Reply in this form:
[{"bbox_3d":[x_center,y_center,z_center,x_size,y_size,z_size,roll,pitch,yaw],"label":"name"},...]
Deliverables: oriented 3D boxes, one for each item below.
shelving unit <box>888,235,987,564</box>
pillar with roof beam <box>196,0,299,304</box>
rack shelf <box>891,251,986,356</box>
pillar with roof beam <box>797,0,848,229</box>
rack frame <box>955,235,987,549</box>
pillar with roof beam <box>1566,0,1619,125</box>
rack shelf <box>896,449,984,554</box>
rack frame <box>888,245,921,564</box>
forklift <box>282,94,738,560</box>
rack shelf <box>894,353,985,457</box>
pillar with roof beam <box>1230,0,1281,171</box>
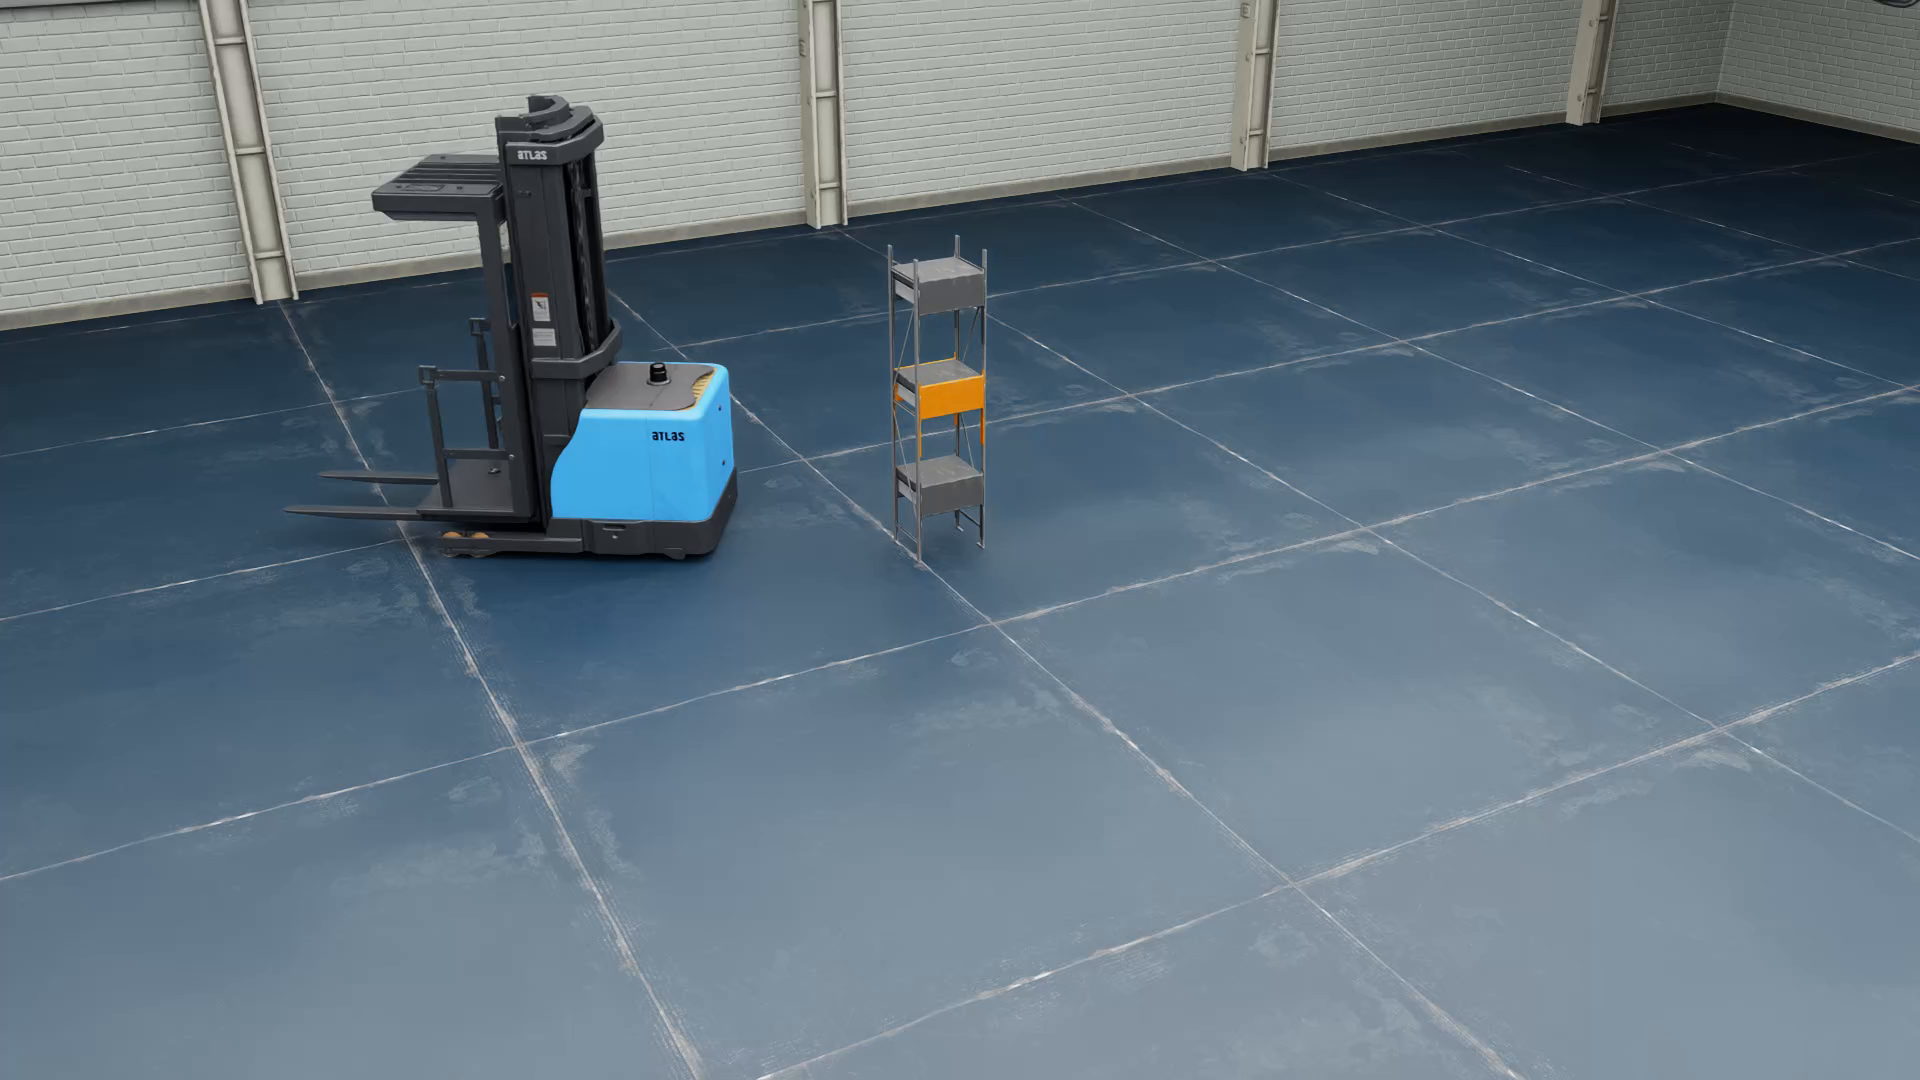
[{"bbox_3d":[-0.146,-0.913,11.027,0.503,2.100,0.431,-13,29,-25],"label":"shelving unit"},{"bbox_3d":[-4.800,-4.833,11.221,0.400,9.000,9.100,-13,29,-25],"label":"pillar with roof beam"},{"bbox_3d":[-0.146,-1.532,10.730,0.480,0.518,0.431,-13,29,-25],"label":"rack shelf"},{"bbox_3d":[0.494,-6.055,13.767,0.400,9.000,9.100,-13,29,-25],"label":"pillar with roof beam"},{"bbox_3d":[0.069,-0.963,11.131,0.015,2.100,0.400,-13,29,-25],"label":"rack frame"},{"bbox_3d":[11.082,-8.499,18.857,0.400,9.000,9.100,-13,29,-25],"label":"pillar with roof beam"},{"bbox_3d":[-0.146,-0.270,11.336,0.480,0.518,0.431,-13,29,-25],"label":"rack shelf"},{"bbox_3d":[-0.361,-0.863,10.924,0.015,2.100,0.400,-13,29,-25],"label":"rack frame"},{"bbox_3d":[-3.146,-1.426,11.136,3.031,2.935,1.130,2,26,3],"label":"forklift"},{"bbox_3d":[-0.146,-0.901,11.033,0.480,0.518,0.431,-13,29,-25],"label":"rack shelf"},{"bbox_3d":[5.788,-7.277,16.312,0.400,9.000,9.100,-13,29,-25],"label":"pillar with roof beam"}]
